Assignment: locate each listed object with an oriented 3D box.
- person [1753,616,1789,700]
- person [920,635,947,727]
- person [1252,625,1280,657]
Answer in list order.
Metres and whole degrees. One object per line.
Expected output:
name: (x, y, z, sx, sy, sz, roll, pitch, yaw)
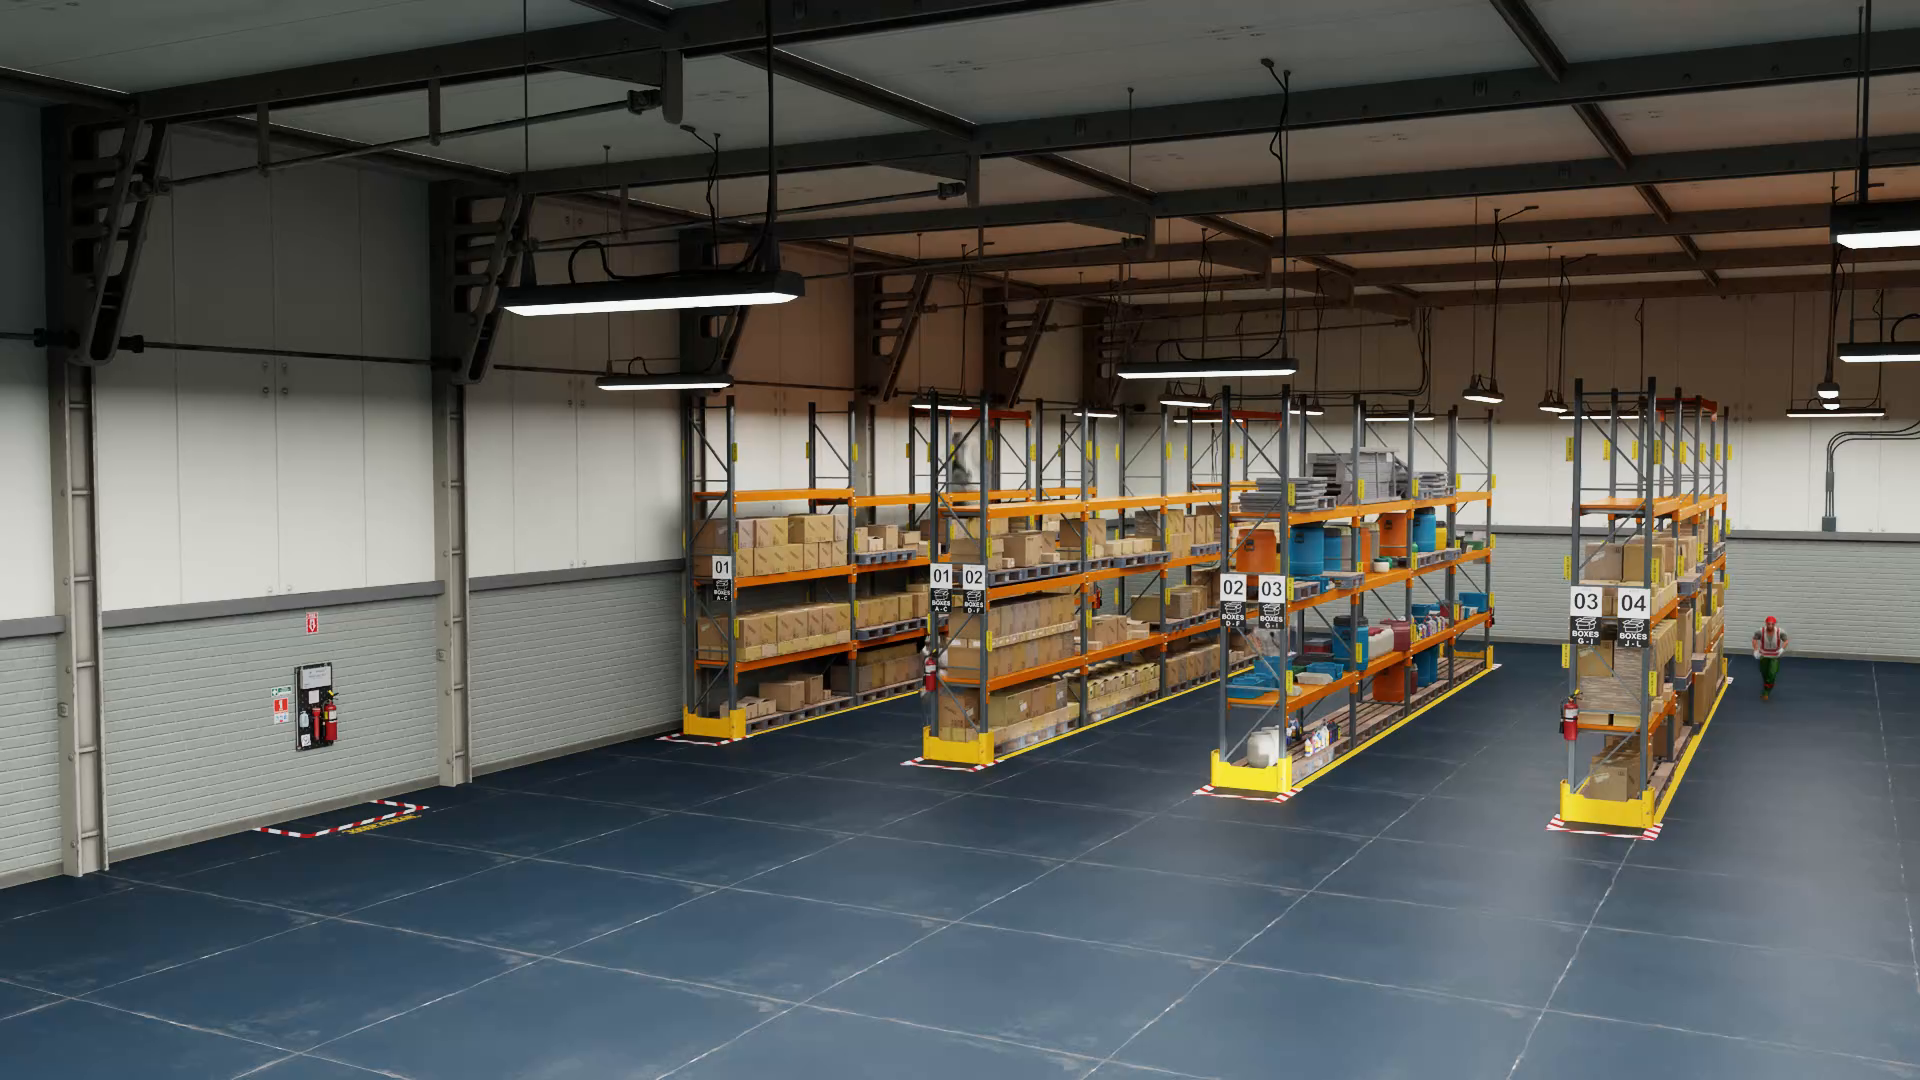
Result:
person: (16.487, 2.386, 33.842, 0.659, 1.722, 0.912, 1, 3, 22)
person: (-0.417, 2.561, 30.048, 0.686, 1.747, 0.938, 1, 3, 26)
person: (6.474, 2.390, 34.642, 0.707, 1.709, 1.019, 2, 3, 27)
